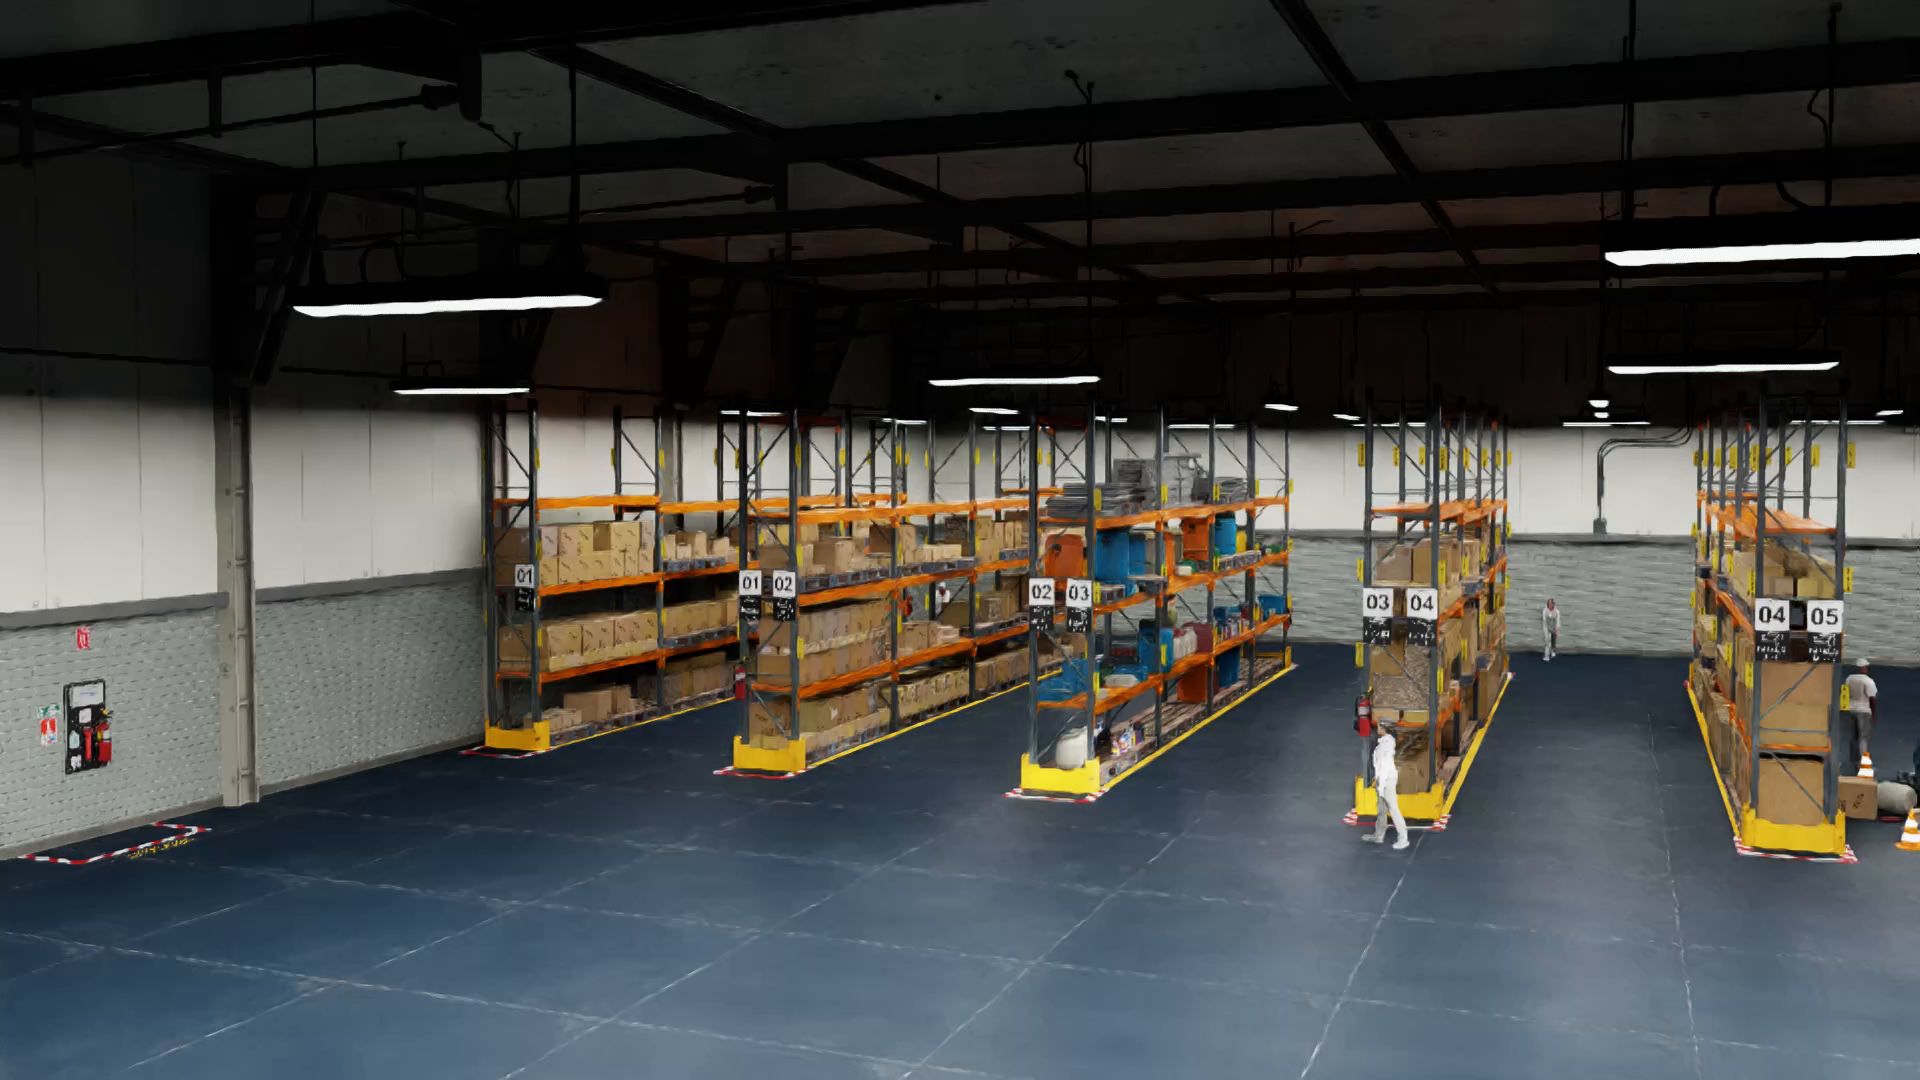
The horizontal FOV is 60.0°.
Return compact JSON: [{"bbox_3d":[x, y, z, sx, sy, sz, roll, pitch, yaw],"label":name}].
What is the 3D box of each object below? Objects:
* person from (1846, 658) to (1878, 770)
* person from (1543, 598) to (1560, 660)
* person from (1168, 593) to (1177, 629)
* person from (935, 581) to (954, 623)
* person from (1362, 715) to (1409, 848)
[{"bbox_3d":[14.576,2.778,26.812,0.446,1.771,0.632,0,3,-10],"label":"person"},{"bbox_3d":[14.662,2.200,41.225,0.416,1.525,1.034,1,3,20],"label":"person"},{"bbox_3d":[5.174,2.144,40.987,0.510,1.671,0.572,2,3,34],"label":"person"},{"bbox_3d":[-0.457,1.948,44.326,0.701,1.714,0.817,0,3,2],"label":"person"},{"bbox_3d":[5.515,3.105,21.529,0.600,1.662,0.694,1,3,16],"label":"person"}]
